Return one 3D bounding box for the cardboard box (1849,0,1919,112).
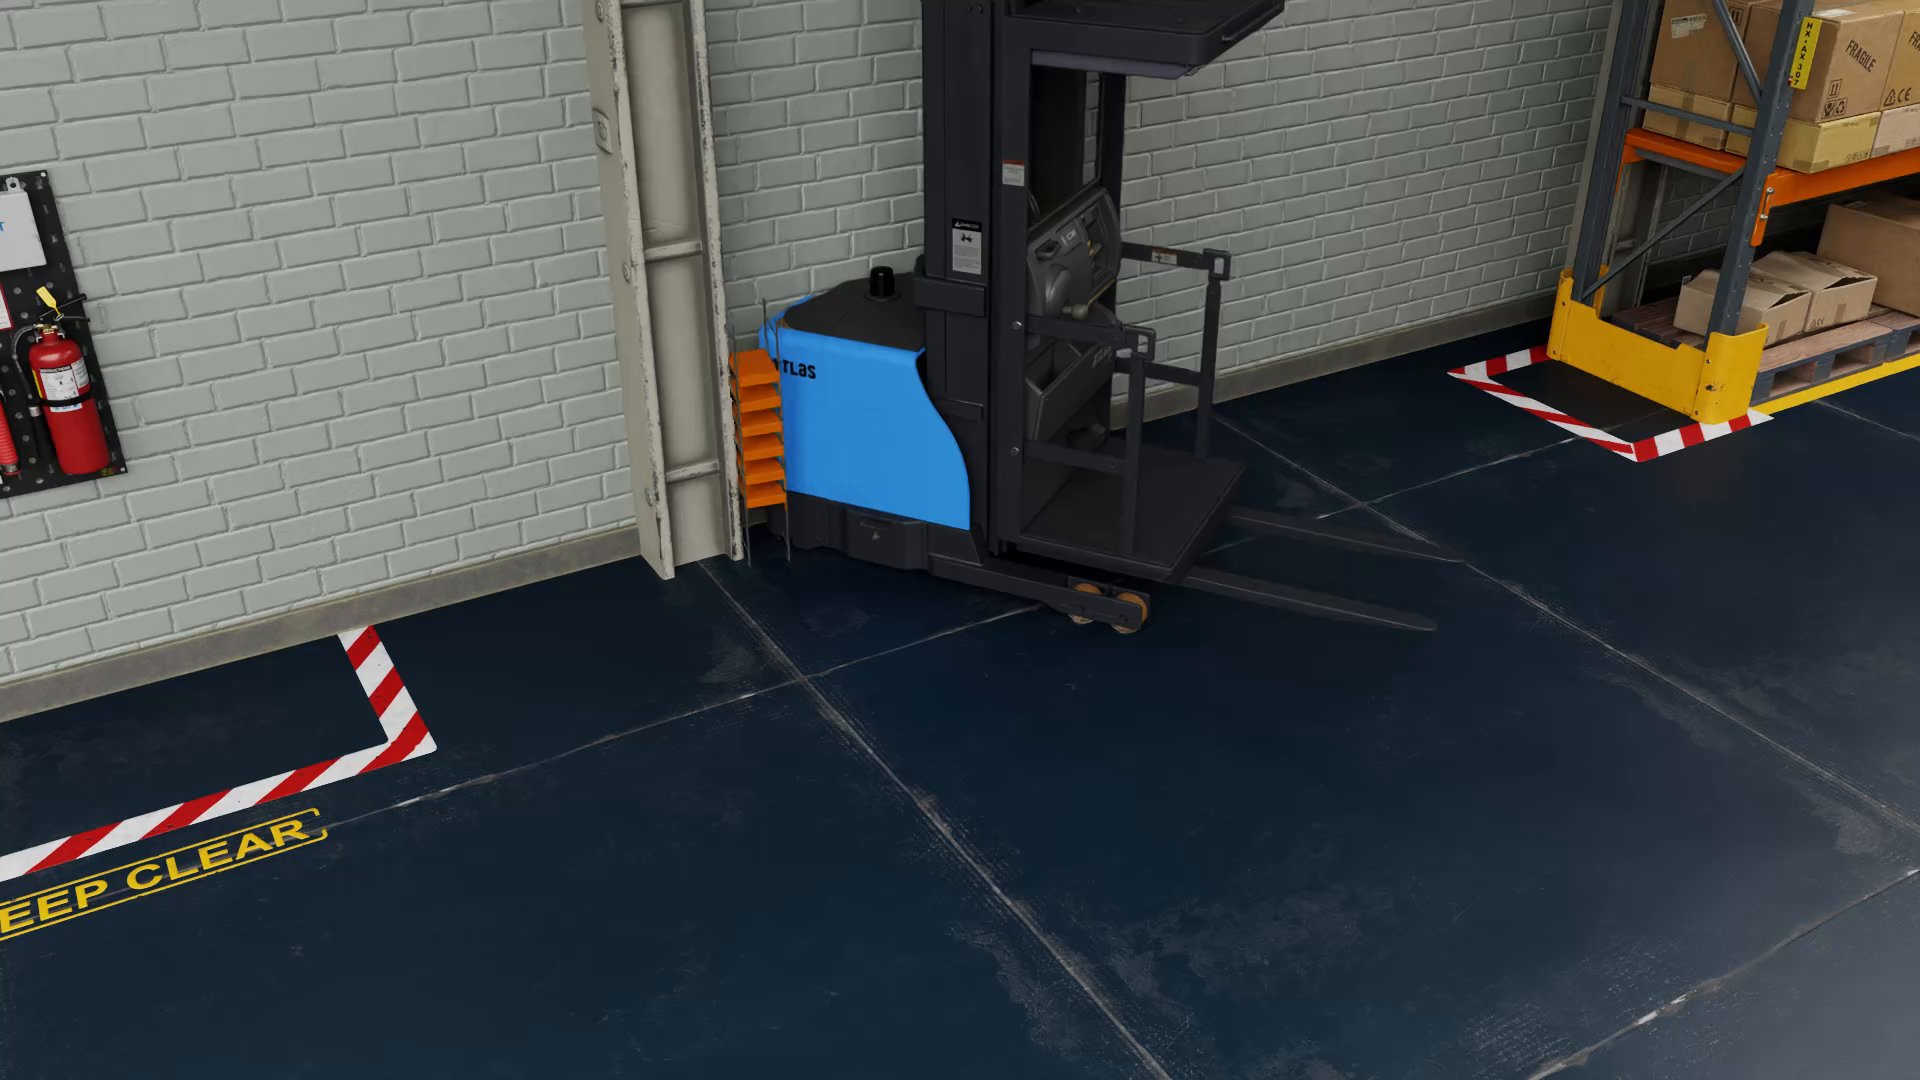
[{"bbox_3d":[4.772,-2.564,8.650,0.500,0.500,0.500,-16,33,-26],"label":"cardboard box"}]

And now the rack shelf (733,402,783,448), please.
[{"bbox_3d":[-0.891,-0.517,7.253,0.180,0.103,0.258,-10,34,-17],"label":"rack shelf"}]

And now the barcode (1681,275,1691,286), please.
[{"bbox_3d":[4.232,-1.506,9.693,0.075,0.075,0.001,-16,33,-26],"label":"barcode"}]

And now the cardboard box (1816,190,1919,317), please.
[{"bbox_3d":[5.568,-1.712,9.880,0.500,0.500,0.700,-18,34,-29],"label":"cardboard box"}]

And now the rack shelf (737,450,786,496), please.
[{"bbox_3d":[-0.894,-0.315,7.383,0.180,0.103,0.258,-10,34,-17],"label":"rack shelf"}]

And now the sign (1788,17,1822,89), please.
[{"bbox_3d":[4.052,-2.337,7.984,0.005,0.325,0.100,-16,33,-26],"label":"sign"}]

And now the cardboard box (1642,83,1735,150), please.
[{"bbox_3d":[4.082,-2.322,8.988,0.500,0.250,0.500,-15,32,-26],"label":"cardboard box"}]

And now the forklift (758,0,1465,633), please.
[{"bbox_3d":[0.664,-1.182,6.858,3.031,2.935,1.130,13,31,22],"label":"forklift"}]

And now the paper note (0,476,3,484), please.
[{"bbox_3d":[-3.568,-0.258,6.024,0.142,0.148,0.016,-16,33,-26],"label":"paper note"}]

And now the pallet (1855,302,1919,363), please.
[{"bbox_3d":[5.611,-1.463,10.182,1.213,0.211,1.003,-16,33,-26],"label":"pallet"}]

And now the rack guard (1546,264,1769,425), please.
[{"bbox_3d":[3.842,-1.108,9.241,0.348,0.500,1.175,-16,33,-26],"label":"rack guard"}]

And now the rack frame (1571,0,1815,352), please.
[{"bbox_3d":[3.777,-2.184,8.603,0.127,3.000,1.000,-16,33,-26],"label":"rack frame"}]

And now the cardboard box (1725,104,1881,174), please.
[{"bbox_3d":[4.358,-2.114,8.611,0.500,0.250,0.500,-17,33,-28],"label":"cardboard box"}]

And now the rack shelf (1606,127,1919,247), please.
[{"bbox_3d":[5.501,-2.359,9.664,4.000,0.370,1.077,-16,33,-26],"label":"rack shelf"}]

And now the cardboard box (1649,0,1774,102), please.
[{"bbox_3d":[4.076,-2.659,8.823,0.500,0.500,0.500,-16,33,-27],"label":"cardboard box"}]

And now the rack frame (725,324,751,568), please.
[{"bbox_3d":[-0.978,-0.438,7.268,0.006,1.200,0.240,-10,34,-17],"label":"rack frame"}]

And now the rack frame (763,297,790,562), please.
[{"bbox_3d":[-0.806,-0.469,7.320,0.006,1.200,0.240,-10,34,-17],"label":"rack frame"}]

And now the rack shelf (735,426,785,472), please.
[{"bbox_3d":[-0.892,-0.416,7.318,0.180,0.103,0.258,-10,34,-17],"label":"rack shelf"}]

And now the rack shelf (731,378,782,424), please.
[{"bbox_3d":[-0.890,-0.618,7.188,0.180,0.103,0.258,-10,34,-17],"label":"rack shelf"}]

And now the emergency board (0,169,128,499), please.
[{"bbox_3d":[-3.381,-0.658,5.838,0.643,1.169,0.194,-16,33,-26],"label":"emergency board"}]

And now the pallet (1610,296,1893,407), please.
[{"bbox_3d":[4.561,-1.166,9.644,1.213,0.211,1.003,-16,33,-26],"label":"pallet"}]

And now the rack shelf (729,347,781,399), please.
[{"bbox_3d":[-0.888,-0.719,7.123,0.180,0.103,0.258,-10,34,-17],"label":"rack shelf"}]

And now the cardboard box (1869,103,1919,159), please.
[{"bbox_3d":[4.799,-2.247,8.852,0.500,0.250,0.500,-17,33,-28],"label":"cardboard box"}]

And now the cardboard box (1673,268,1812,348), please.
[{"bbox_3d":[4.419,-1.331,9.385,0.500,0.311,0.500,-20,35,-32],"label":"cardboard box"}]

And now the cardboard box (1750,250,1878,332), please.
[{"bbox_3d":[4.910,-1.471,9.638,0.500,0.311,0.500,-13,31,-22],"label":"cardboard box"}]

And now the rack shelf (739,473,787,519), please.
[{"bbox_3d":[-0.895,-0.214,7.448,0.180,0.103,0.258,-10,34,-17],"label":"rack shelf"}]

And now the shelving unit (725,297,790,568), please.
[{"bbox_3d":[-0.892,-0.453,7.294,0.189,1.200,0.258,-10,34,-17],"label":"shelving unit"}]

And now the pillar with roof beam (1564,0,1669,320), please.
[{"bbox_3d":[6.123,-3.549,4.867,0.400,9.000,9.100,-16,33,-26],"label":"pillar with roof beam"}]

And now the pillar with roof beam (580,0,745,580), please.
[{"bbox_3d":[0.950,-2.080,2.206,0.400,9.000,9.100,-16,33,-26],"label":"pillar with roof beam"}]

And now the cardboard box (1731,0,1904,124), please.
[{"bbox_3d":[4.341,-2.447,8.438,0.500,0.500,0.500,-16,33,-26],"label":"cardboard box"}]
